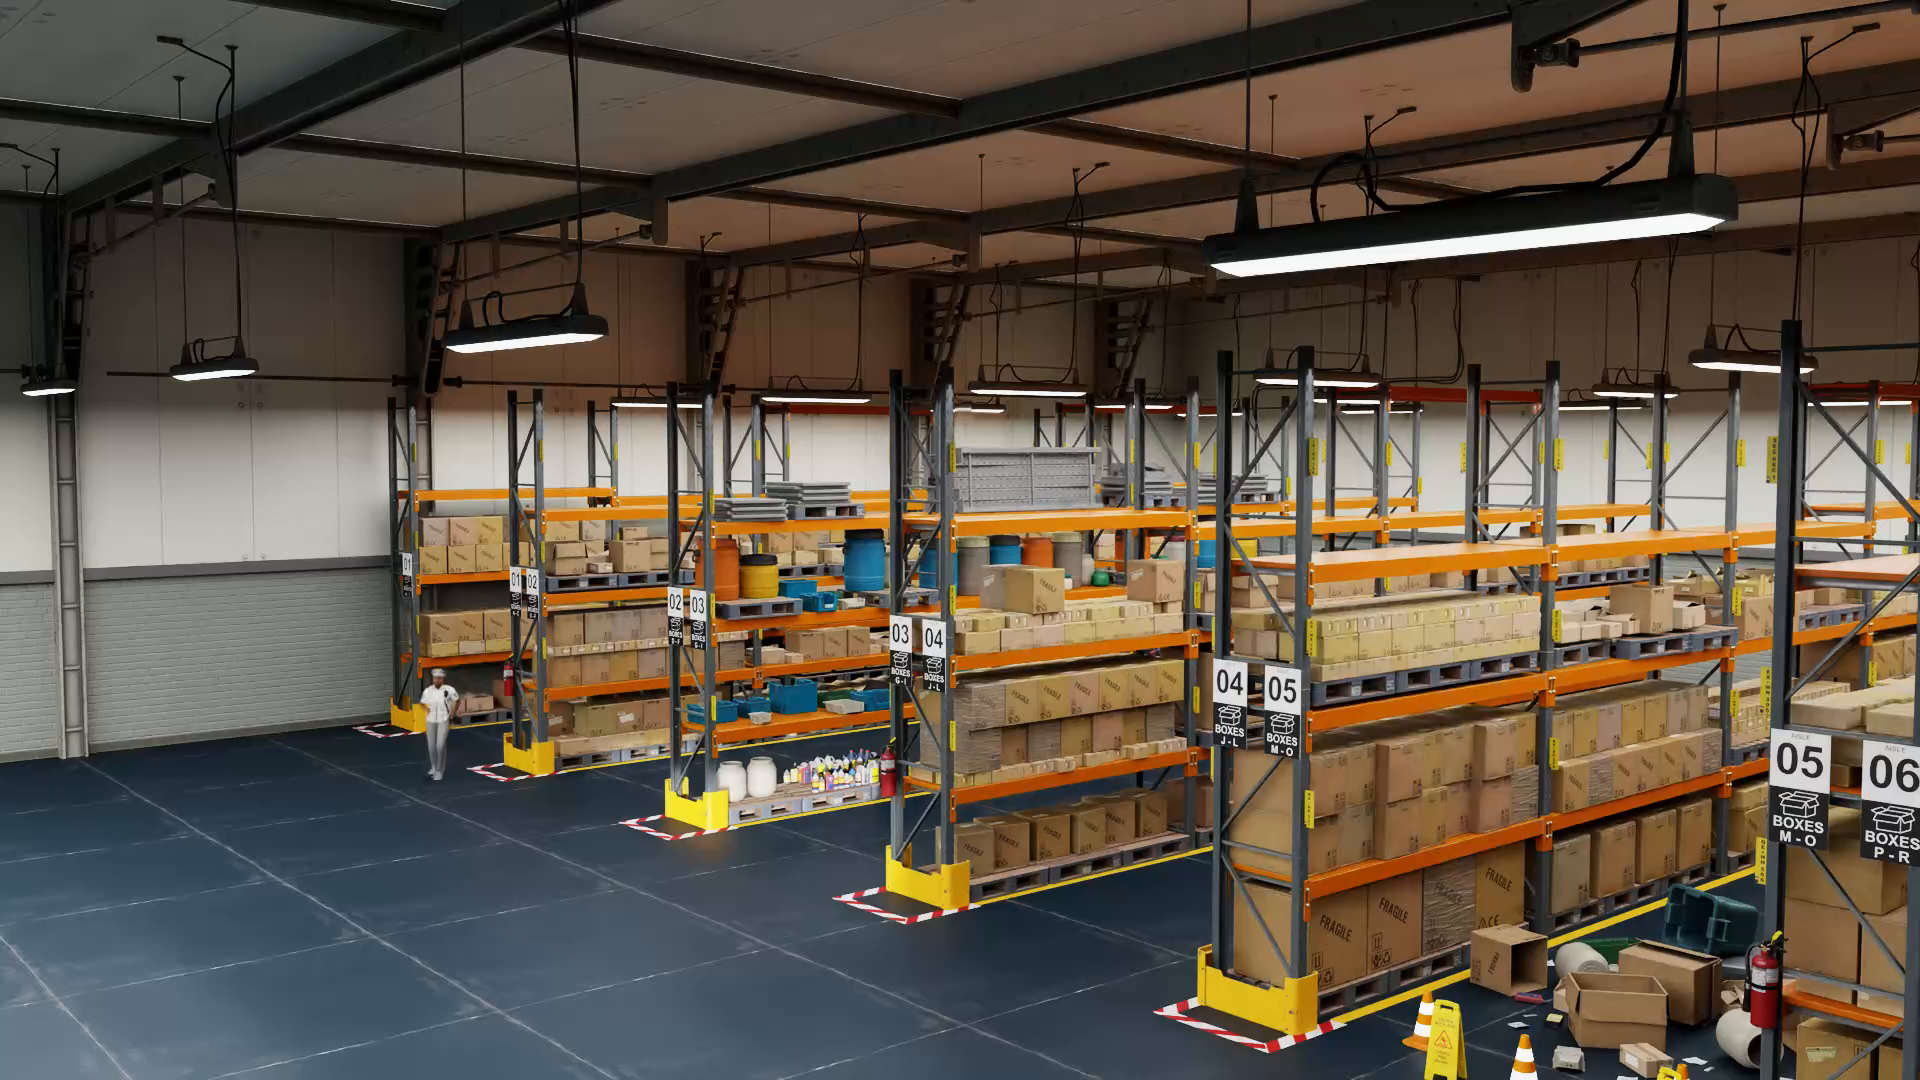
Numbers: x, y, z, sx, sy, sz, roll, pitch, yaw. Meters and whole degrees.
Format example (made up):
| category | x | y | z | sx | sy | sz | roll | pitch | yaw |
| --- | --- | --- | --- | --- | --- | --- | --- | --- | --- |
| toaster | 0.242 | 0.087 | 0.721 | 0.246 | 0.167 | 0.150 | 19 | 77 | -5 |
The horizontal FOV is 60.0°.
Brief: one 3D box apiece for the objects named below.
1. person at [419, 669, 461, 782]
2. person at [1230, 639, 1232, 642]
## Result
| category | x | y | z | sx | sy | sz | roll | pitch | yaw |
| --- | --- | --- | --- | --- | --- | --- | --- | --- | --- |
| person | -8.016 | 2.836 | 25.575 | 0.580 | 1.745 | 0.666 | 0 | 3 | -2 |
| person | 5.858 | 2.284 | 34.664 | 0.698 | 1.734 | 0.725 | 2 | 4 | 32 |
